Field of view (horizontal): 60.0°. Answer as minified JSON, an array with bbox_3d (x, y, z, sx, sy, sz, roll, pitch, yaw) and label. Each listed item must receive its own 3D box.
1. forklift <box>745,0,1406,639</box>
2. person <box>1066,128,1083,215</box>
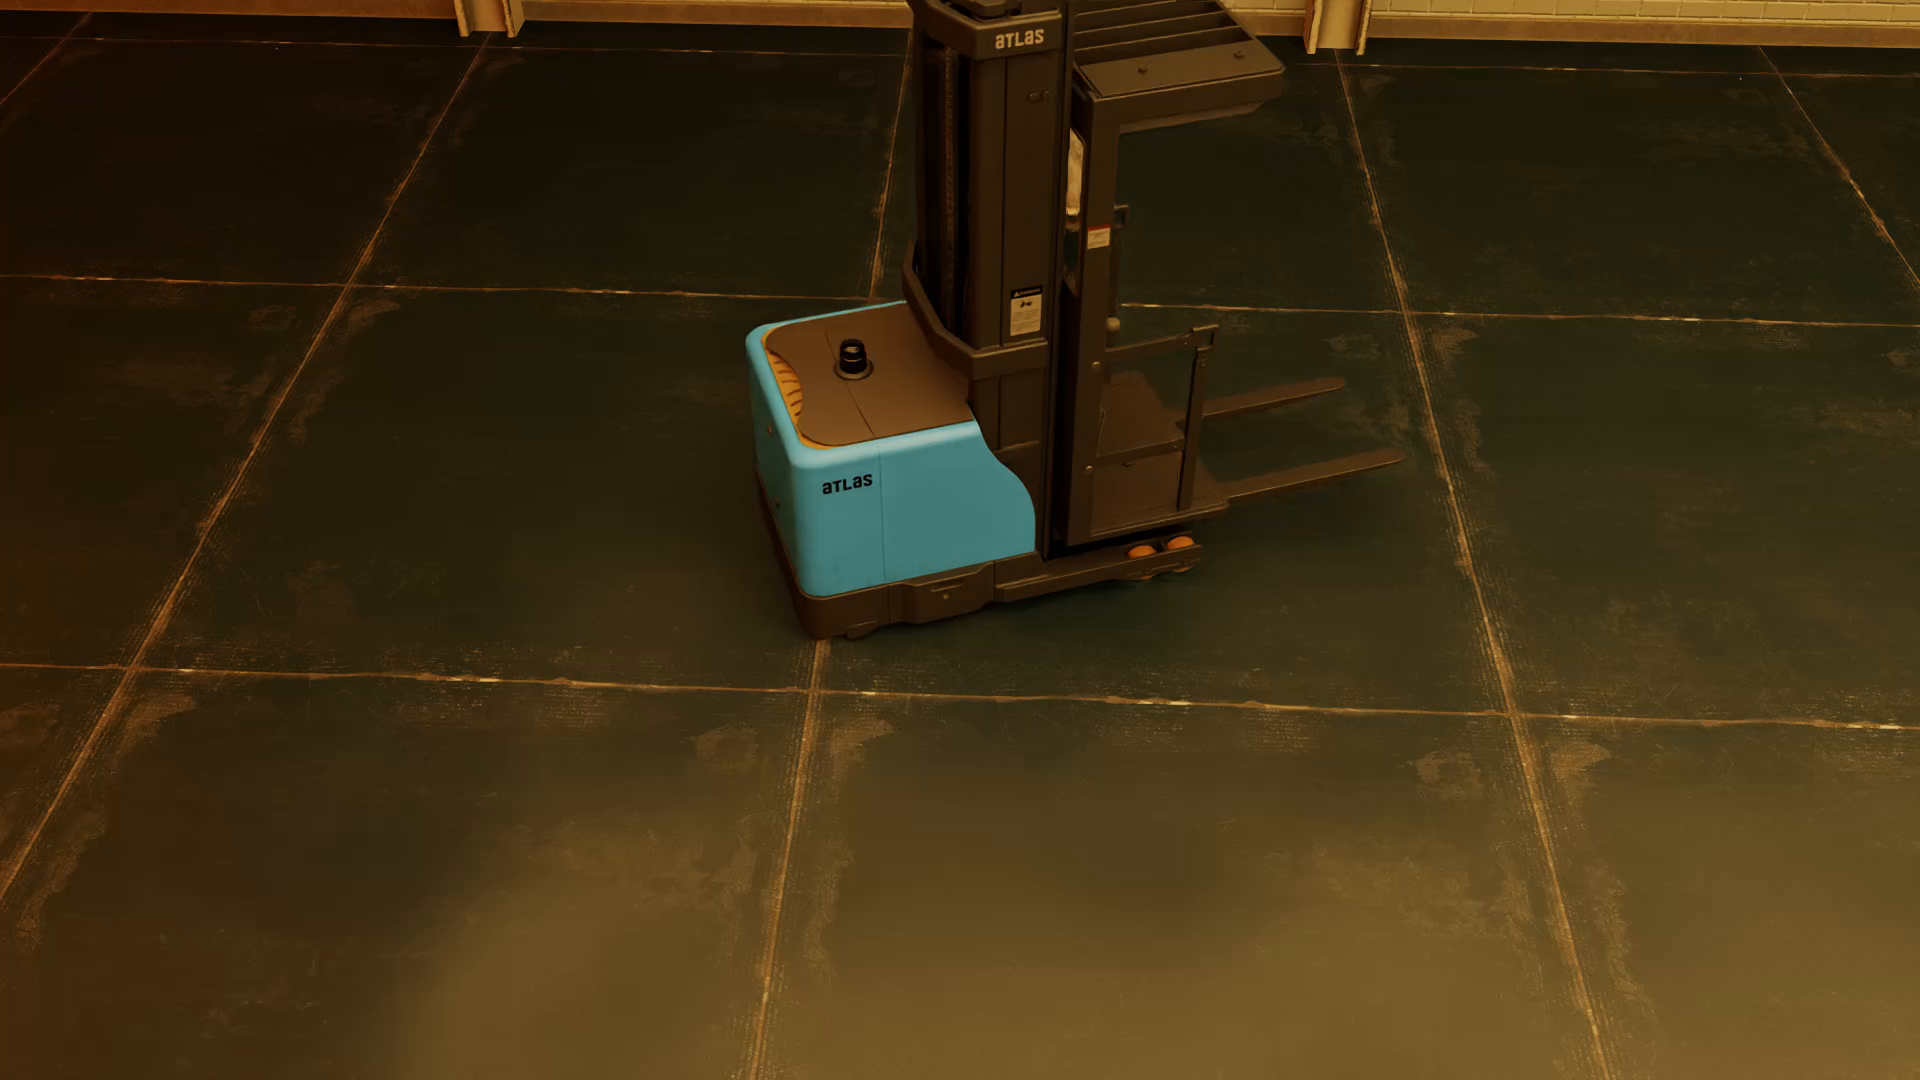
[{"bbox_3d":[0.609,-1.224,7.083,3.031,2.935,1.130,-12,44,-13],"label":"forklift"},{"bbox_3d":[0.660,-2.730,9.653,0.533,1.673,0.548,1,42,1],"label":"person"}]
